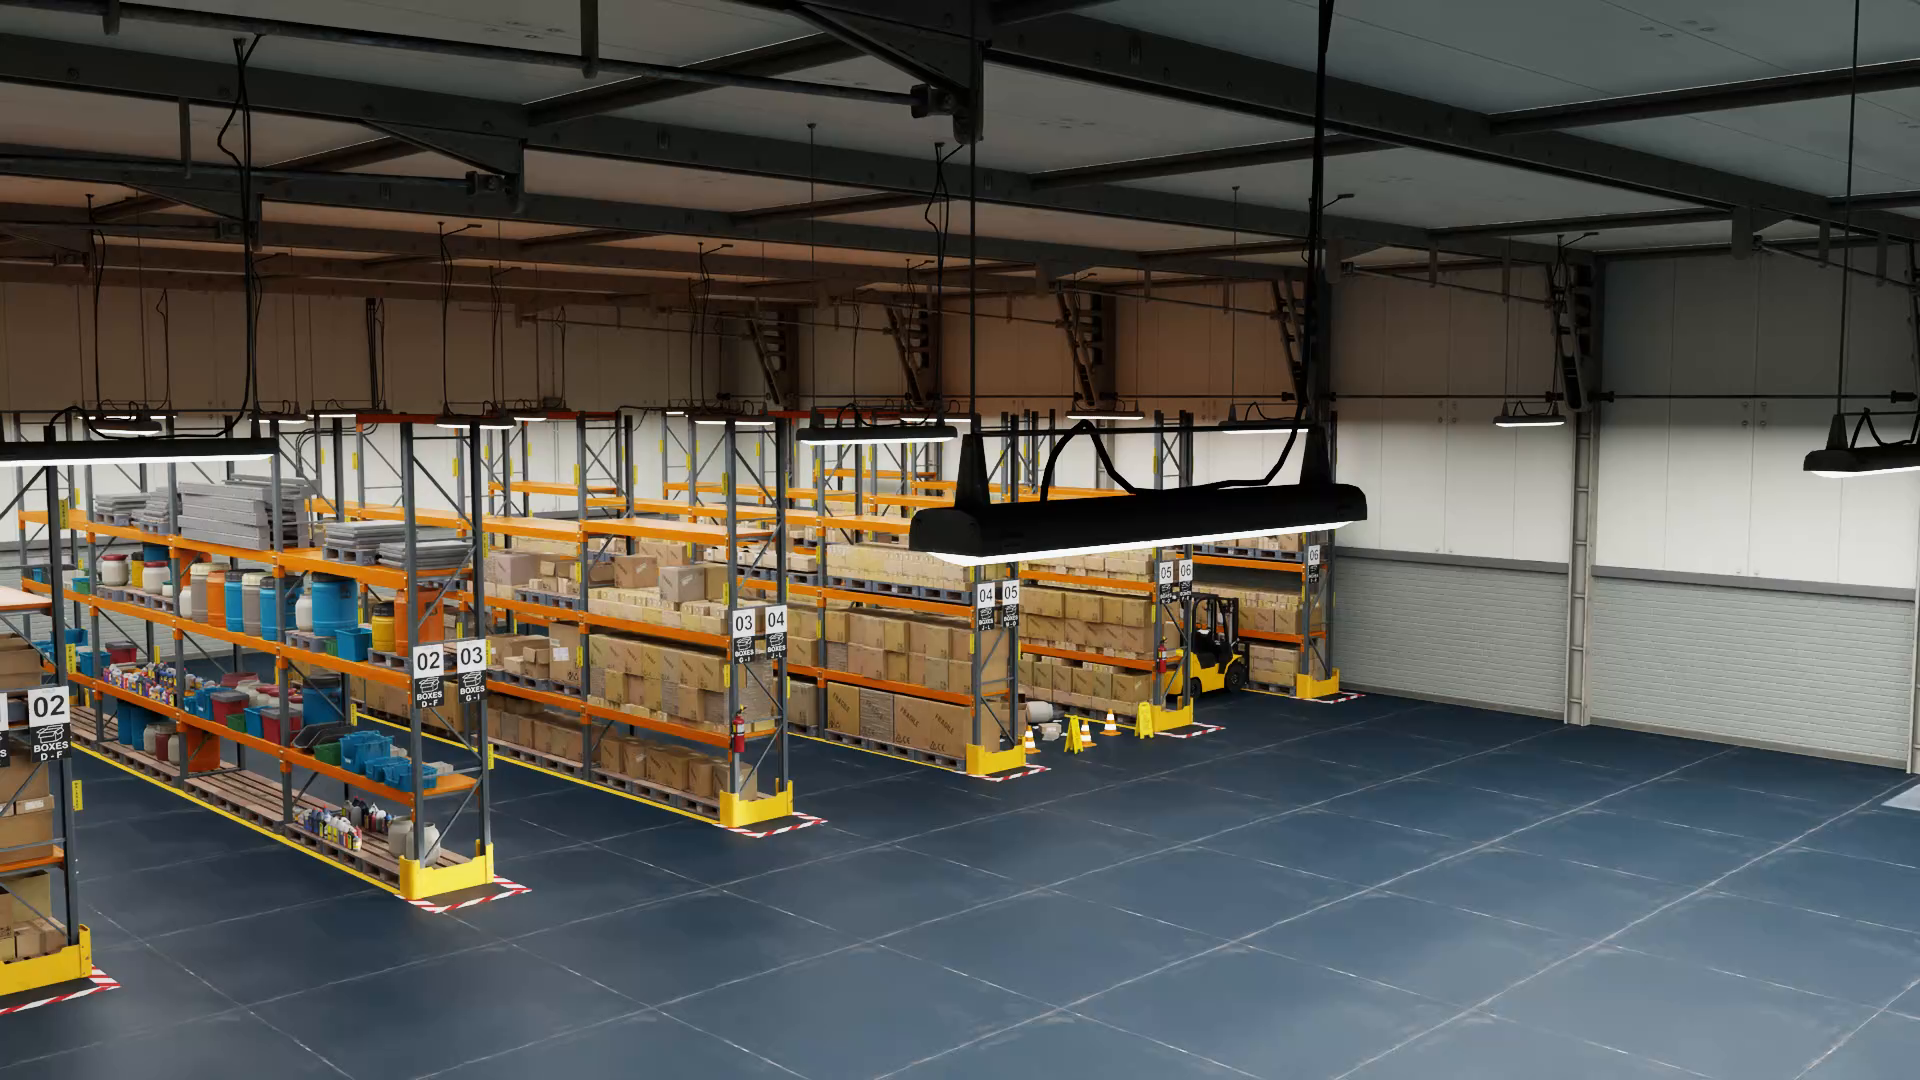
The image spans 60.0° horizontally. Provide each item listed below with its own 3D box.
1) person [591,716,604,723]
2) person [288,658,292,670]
[{"bbox_3d":[-6.666,2.859,31.041,0.719,1.571,0.603,2,5,23],"label":"person"},{"bbox_3d":[-14.839,2.281,37.063,0.737,1.704,0.560,-1,5,-9],"label":"person"}]
